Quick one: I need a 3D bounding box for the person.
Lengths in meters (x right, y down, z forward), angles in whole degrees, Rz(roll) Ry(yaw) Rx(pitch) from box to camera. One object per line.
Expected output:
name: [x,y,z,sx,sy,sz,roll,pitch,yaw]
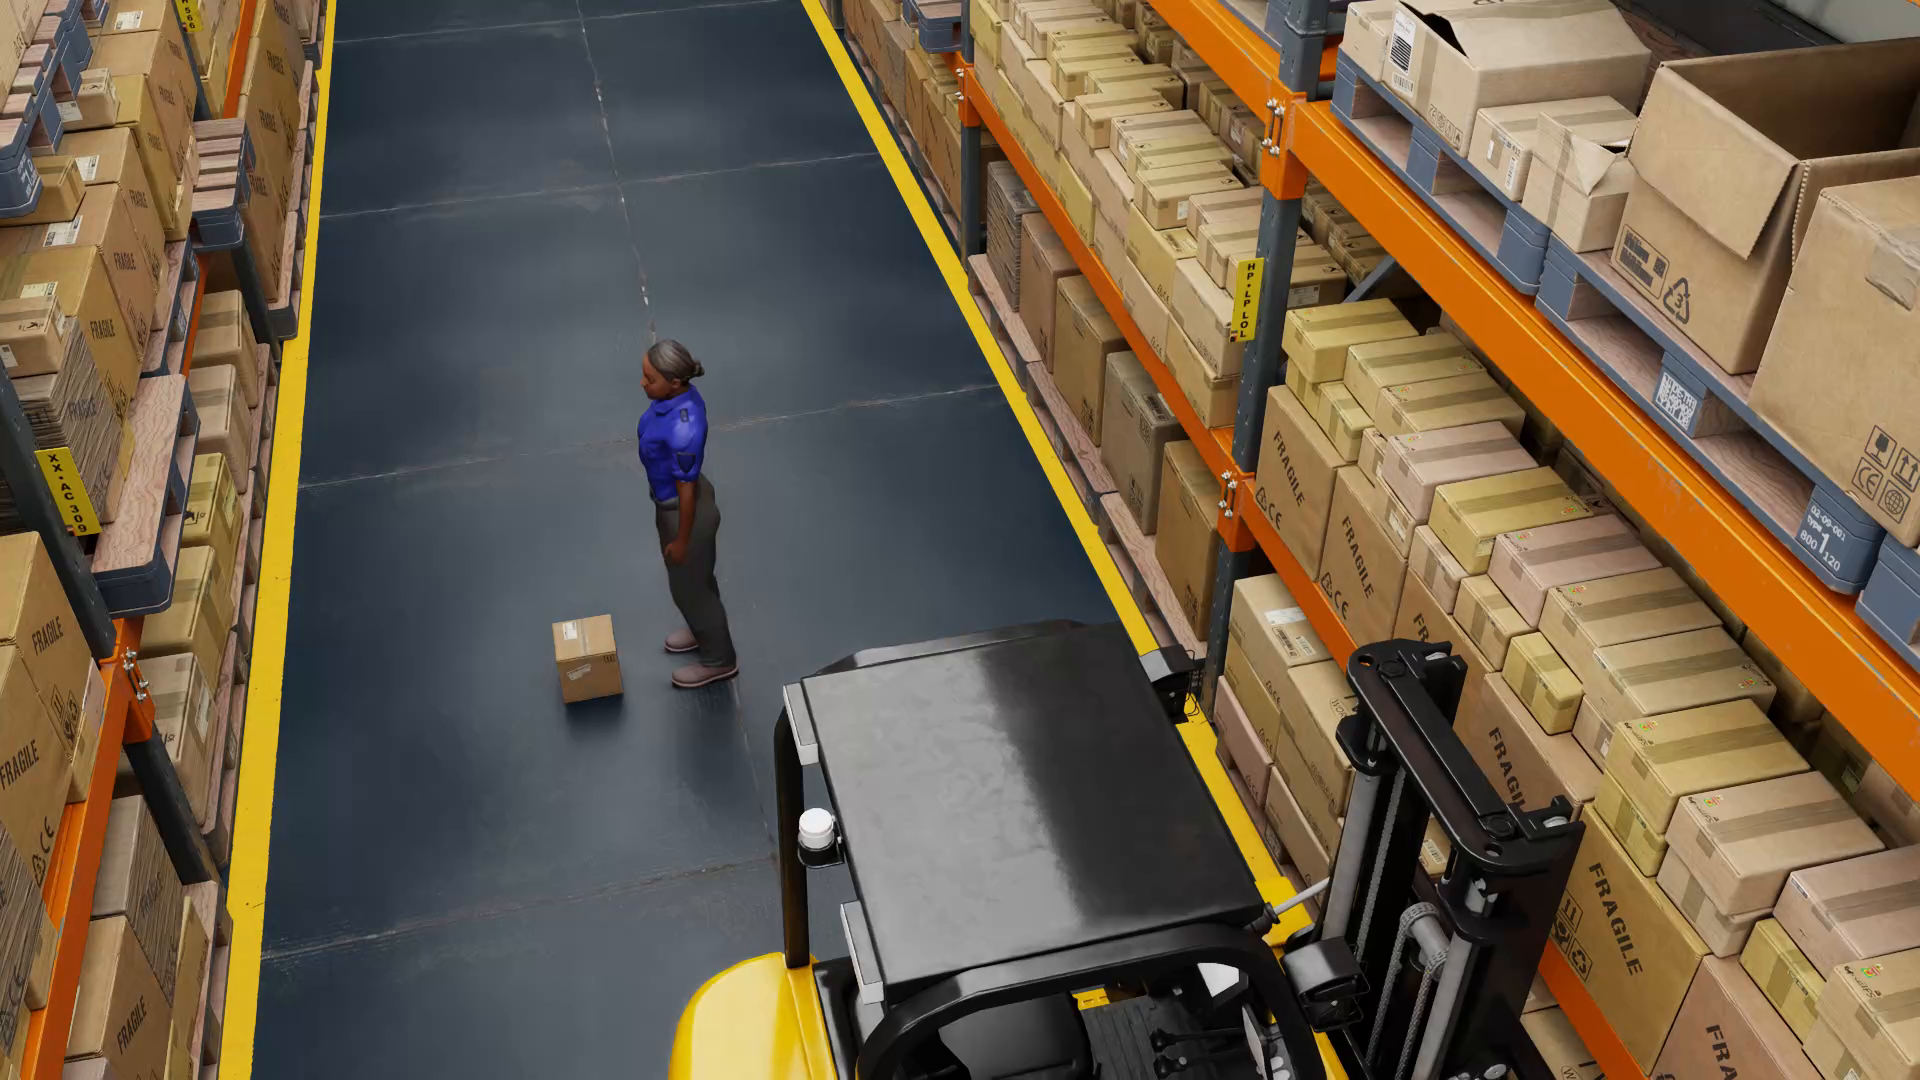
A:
person: [-1.139,-0.105,6.853,0.308,1.658,0.437,-9,39,-11]
